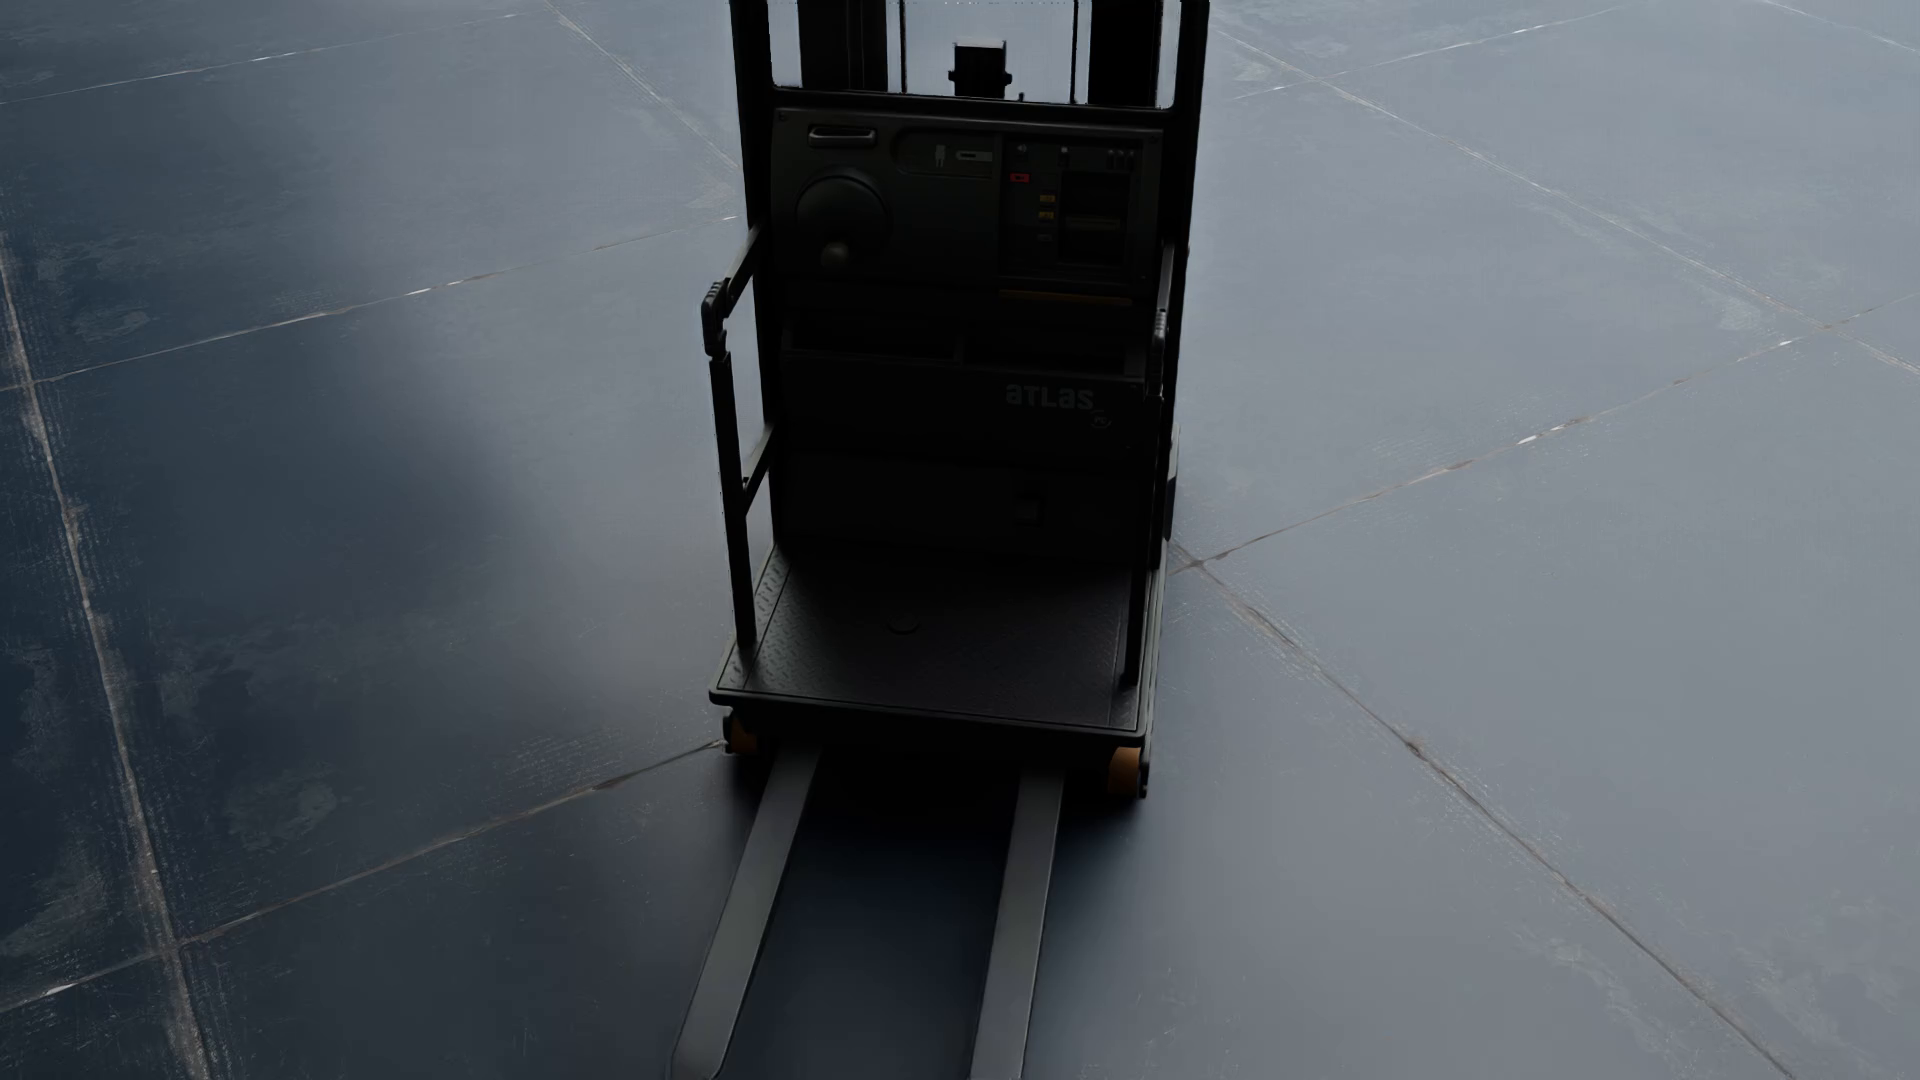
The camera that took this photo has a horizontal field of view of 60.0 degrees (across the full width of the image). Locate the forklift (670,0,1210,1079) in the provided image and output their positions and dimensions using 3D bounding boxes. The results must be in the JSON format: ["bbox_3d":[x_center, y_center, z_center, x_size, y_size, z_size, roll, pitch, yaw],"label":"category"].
[{"bbox_3d":[-0.021,-0.745,3.785,1.130,2.935,3.031,5,36,7],"label":"forklift"}]

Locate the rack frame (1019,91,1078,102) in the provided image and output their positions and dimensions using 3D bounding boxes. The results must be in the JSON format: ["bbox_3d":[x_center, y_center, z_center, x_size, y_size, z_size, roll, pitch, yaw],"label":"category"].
[{"bbox_3d":[0.285,-1.032,5.773,0.200,1.050,0.008,10,35,13],"label":"rack frame"}]

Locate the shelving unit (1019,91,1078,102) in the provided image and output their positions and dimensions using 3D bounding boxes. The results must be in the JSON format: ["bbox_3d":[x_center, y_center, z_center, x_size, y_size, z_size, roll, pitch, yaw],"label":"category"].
[{"bbox_3d":[0.250,-0.968,5.675,0.215,1.050,0.252,10,35,13],"label":"shelving unit"}]
